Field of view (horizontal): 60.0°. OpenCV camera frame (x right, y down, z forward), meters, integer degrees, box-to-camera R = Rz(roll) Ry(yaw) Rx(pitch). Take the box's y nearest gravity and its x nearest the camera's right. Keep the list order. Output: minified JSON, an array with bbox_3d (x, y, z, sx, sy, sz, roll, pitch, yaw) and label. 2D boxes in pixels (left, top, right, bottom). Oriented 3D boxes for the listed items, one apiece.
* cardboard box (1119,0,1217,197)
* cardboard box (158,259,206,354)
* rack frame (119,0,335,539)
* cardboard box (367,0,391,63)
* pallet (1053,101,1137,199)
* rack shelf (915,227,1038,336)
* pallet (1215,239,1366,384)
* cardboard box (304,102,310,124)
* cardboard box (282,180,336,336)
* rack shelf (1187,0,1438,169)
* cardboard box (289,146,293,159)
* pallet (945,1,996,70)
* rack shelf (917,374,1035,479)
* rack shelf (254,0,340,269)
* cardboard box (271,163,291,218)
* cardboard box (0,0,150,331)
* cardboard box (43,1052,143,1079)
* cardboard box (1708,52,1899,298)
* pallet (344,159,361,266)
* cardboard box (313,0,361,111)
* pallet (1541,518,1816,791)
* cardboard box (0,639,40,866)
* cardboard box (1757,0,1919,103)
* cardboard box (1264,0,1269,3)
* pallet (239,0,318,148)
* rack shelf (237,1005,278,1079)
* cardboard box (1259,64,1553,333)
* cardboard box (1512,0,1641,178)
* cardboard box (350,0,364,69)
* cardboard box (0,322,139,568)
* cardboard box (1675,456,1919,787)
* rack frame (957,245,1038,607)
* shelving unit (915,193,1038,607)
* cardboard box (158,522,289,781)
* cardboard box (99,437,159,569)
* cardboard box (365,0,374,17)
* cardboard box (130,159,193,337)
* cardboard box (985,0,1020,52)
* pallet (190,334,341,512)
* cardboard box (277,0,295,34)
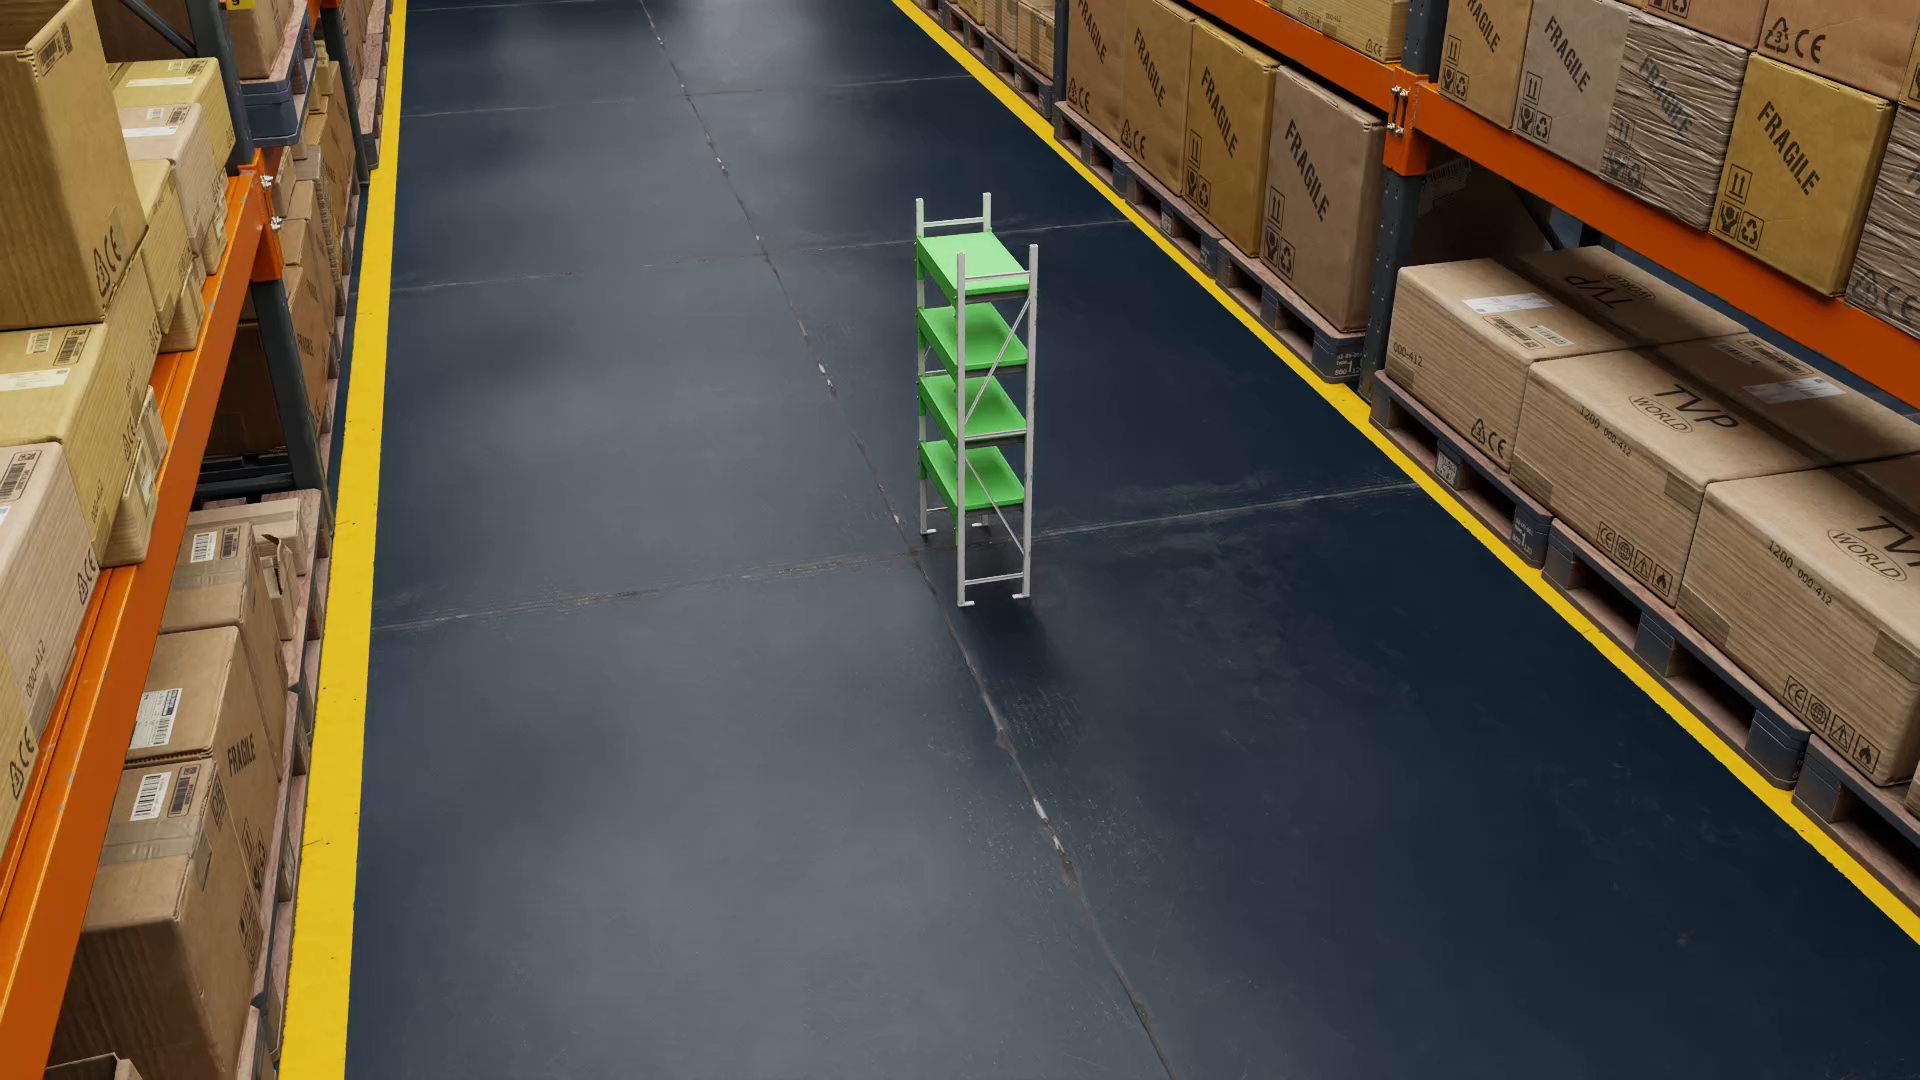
[{"bbox_3d":[1.390,-2.348,8.514,0.875,0.875,0.875,-7,31,-13],"label":"cardboard box"},{"bbox_3d":[-2.020,-0.544,3.946,0.380,0.149,0.250,-8,31,-14],"label":"cardboard box"},{"bbox_3d":[-2.669,-1.268,4.946,1.000,3.000,0.127,-8,31,-13],"label":"rack frame"},{"bbox_3d":[-1.253,-3.159,8.763,5.789,2.449,8.416,-8,31,-14],"label":"cardboard box"},{"bbox_3d":[1.190,-2.264,9.451,1.003,0.211,1.213,-8,31,-13],"label":"pallet"},{"bbox_3d":[0.044,-0.799,5.103,0.258,0.148,0.480,-8,31,-13],"label":"rack shelf"},{"bbox_3d":[1.838,-1.085,7.415,1.003,0.211,1.213,-8,31,-13],"label":"pallet"},{"bbox_3d":[-3.200,-1.981,7.607,0.380,0.149,0.250,-7,31,-12],"label":"cardboard box"},{"bbox_3d":[-2.860,-1.129,6.782,0.500,0.500,0.500,-9,31,-15],"label":"cardboard box"},{"bbox_3d":[1.585,-2.584,7.939,1.077,0.370,4.000,-8,31,-13],"label":"rack shelf"},{"bbox_3d":[-3.015,-1.606,6.959,0.380,0.149,0.250,-8,31,-13],"label":"cardboard box"},{"bbox_3d":[0.528,-3.620,11.794,1.003,0.211,1.213,-8,31,-13],"label":"pallet"},{"bbox_3d":[0.044,-0.384,5.343,0.258,0.148,0.480,-8,31,-13],"label":"rack shelf"},{"bbox_3d":[-3.200,-1.923,6.795,1.077,0.370,4.000,-8,31,-13],"label":"rack shelf"},{"bbox_3d":[-2.851,-1.359,6.533,0.380,0.149,0.250,-8,31,-13],"label":"cardboard box"},{"bbox_3d":[-1.867,-0.704,3.076,0.500,0.500,0.500,-7,31,-12],"label":"cardboard box"},{"bbox_3d":[-1.678,1.255,2.661,0.797,0.503,0.637,-9,31,-15],"label":"cardboard box"},{"bbox_3d":[2.380,-0.978,4.346,0.500,0.500,0.500,-7,31,-12],"label":"cardboard box"},{"bbox_3d":[-3.569,-1.627,8.351,1.003,0.211,1.213,-8,31,-13],"label":"pallet"},{"bbox_3d":[-3.883,-2.657,9.297,0.875,0.625,0.625,-7,31,-12],"label":"cardboard box"},{"bbox_3d":[2.569,0.245,5.116,1.003,0.211,1.213,-8,31,-13],"label":"pallet"},{"bbox_3d":[-1.468,0.345,2.012,0.500,0.250,0.500,-8,31,-13],"label":"cardboard box"},{"bbox_3d":[2.393,-1.406,4.087,0.500,0.500,0.500,-8,31,-14],"label":"cardboard box"},{"bbox_3d":[1.504,-2.540,7.294,0.500,0.250,0.500,-9,31,-15],"label":"cardboard box"},{"bbox_3d":[-2.776,-1.585,5.686,1.003,0.211,1.213,-8,31,-13],"label":"pallet"},{"bbox_3d":[11.090,-4.163,10.148,30.696,2.800,11.642,-8,31,-13],"label":"rack shelf"},{"bbox_3d":[1.874,-1.481,7.016,0.875,0.875,0.875,-7,31,-12],"label":"cardboard box"},{"bbox_3d":[2.117,-1.468,5.192,0.500,0.500,0.500,-8,31,-13],"label":"cardboard box"},{"bbox_3d":[-4.243,-3.297,10.402,0.875,0.625,0.625,-9,31,-15],"label":"cardboard box"},{"bbox_3d":[-1.740,-0.143,2.855,0.500,0.250,0.500,-8,31,-14],"label":"cardboard box"},{"bbox_3d":[2.655,0.183,4.578,0.875,0.438,0.875,-7,31,-12],"label":"cardboard box"},{"bbox_3d":[0.109,-0.321,5.108,0.240,1.200,0.015,-8,31,-13],"label":"rack frame"},{"bbox_3d":[0.044,-0.439,5.311,0.258,1.200,0.503,-8,31,-13],"label":"shelving unit"},{"bbox_3d":[-2.143,0.337,4.250,0.700,0.500,0.500,-9,31,-15],"label":"cardboard box"},{"bbox_3d":[-1.724,-0.051,3.095,0.380,0.149,0.250,-9,31,-15],"label":"cardboard box"},{"bbox_3d":[-4.643,-4.035,11.679,0.875,0.625,0.625,-6,31,-11],"label":"cardboard box"},{"bbox_3d":[-2.032,-0.636,3.707,0.500,0.250,0.500,-8,31,-14],"label":"cardboard box"},{"bbox_3d":[0.710,-3.536,11.068,0.950,0.372,0.625,-8,31,-14],"label":"cardboard box"},{"bbox_3d":[-2.921,-0.449,6.315,1.003,0.211,1.213,-8,31,-13],"label":"pallet"},{"bbox_3d":[-2.719,-2.006,5.703,0.700,0.500,0.500,-8,31,-13],"label":"cardboard box"}]
